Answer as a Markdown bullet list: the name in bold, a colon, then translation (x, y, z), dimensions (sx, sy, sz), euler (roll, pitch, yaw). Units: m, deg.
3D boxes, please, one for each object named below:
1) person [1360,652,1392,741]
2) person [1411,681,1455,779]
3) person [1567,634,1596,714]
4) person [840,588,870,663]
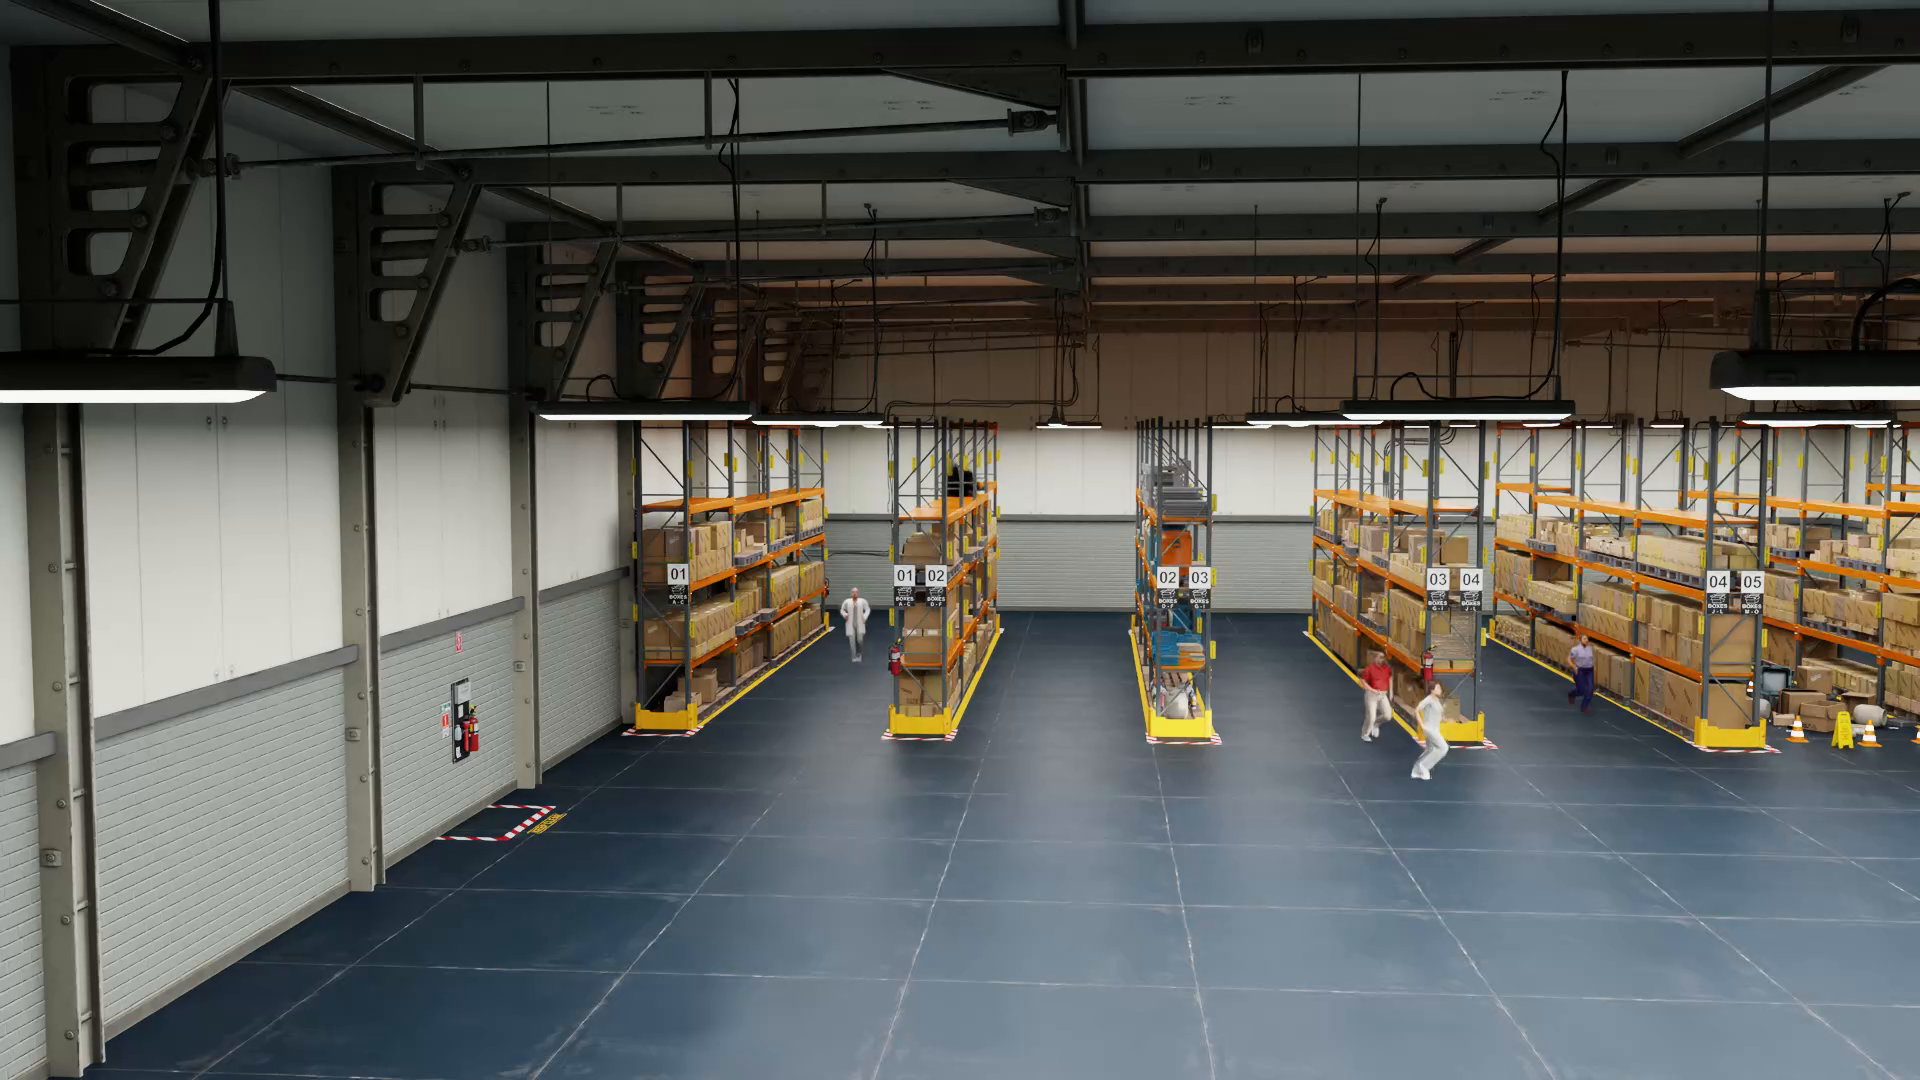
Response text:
- **person**: translation (7.725, 2.882, 30.650), dimensions (0.712, 1.653, 0.581), euler (-1, 4, -15)
- **person**: translation (7.736, 3.116, 27.190), dimensions (0.702, 1.626, 0.538), euler (2, 4, 33)
- **person**: translation (12.696, 2.716, 33.929), dimensions (0.609, 1.606, 0.584), euler (-1, 4, -10)
- **person**: translation (-2.463, 2.018, 39.089), dimensions (0.703, 1.767, 0.616), euler (0, 4, -3)
